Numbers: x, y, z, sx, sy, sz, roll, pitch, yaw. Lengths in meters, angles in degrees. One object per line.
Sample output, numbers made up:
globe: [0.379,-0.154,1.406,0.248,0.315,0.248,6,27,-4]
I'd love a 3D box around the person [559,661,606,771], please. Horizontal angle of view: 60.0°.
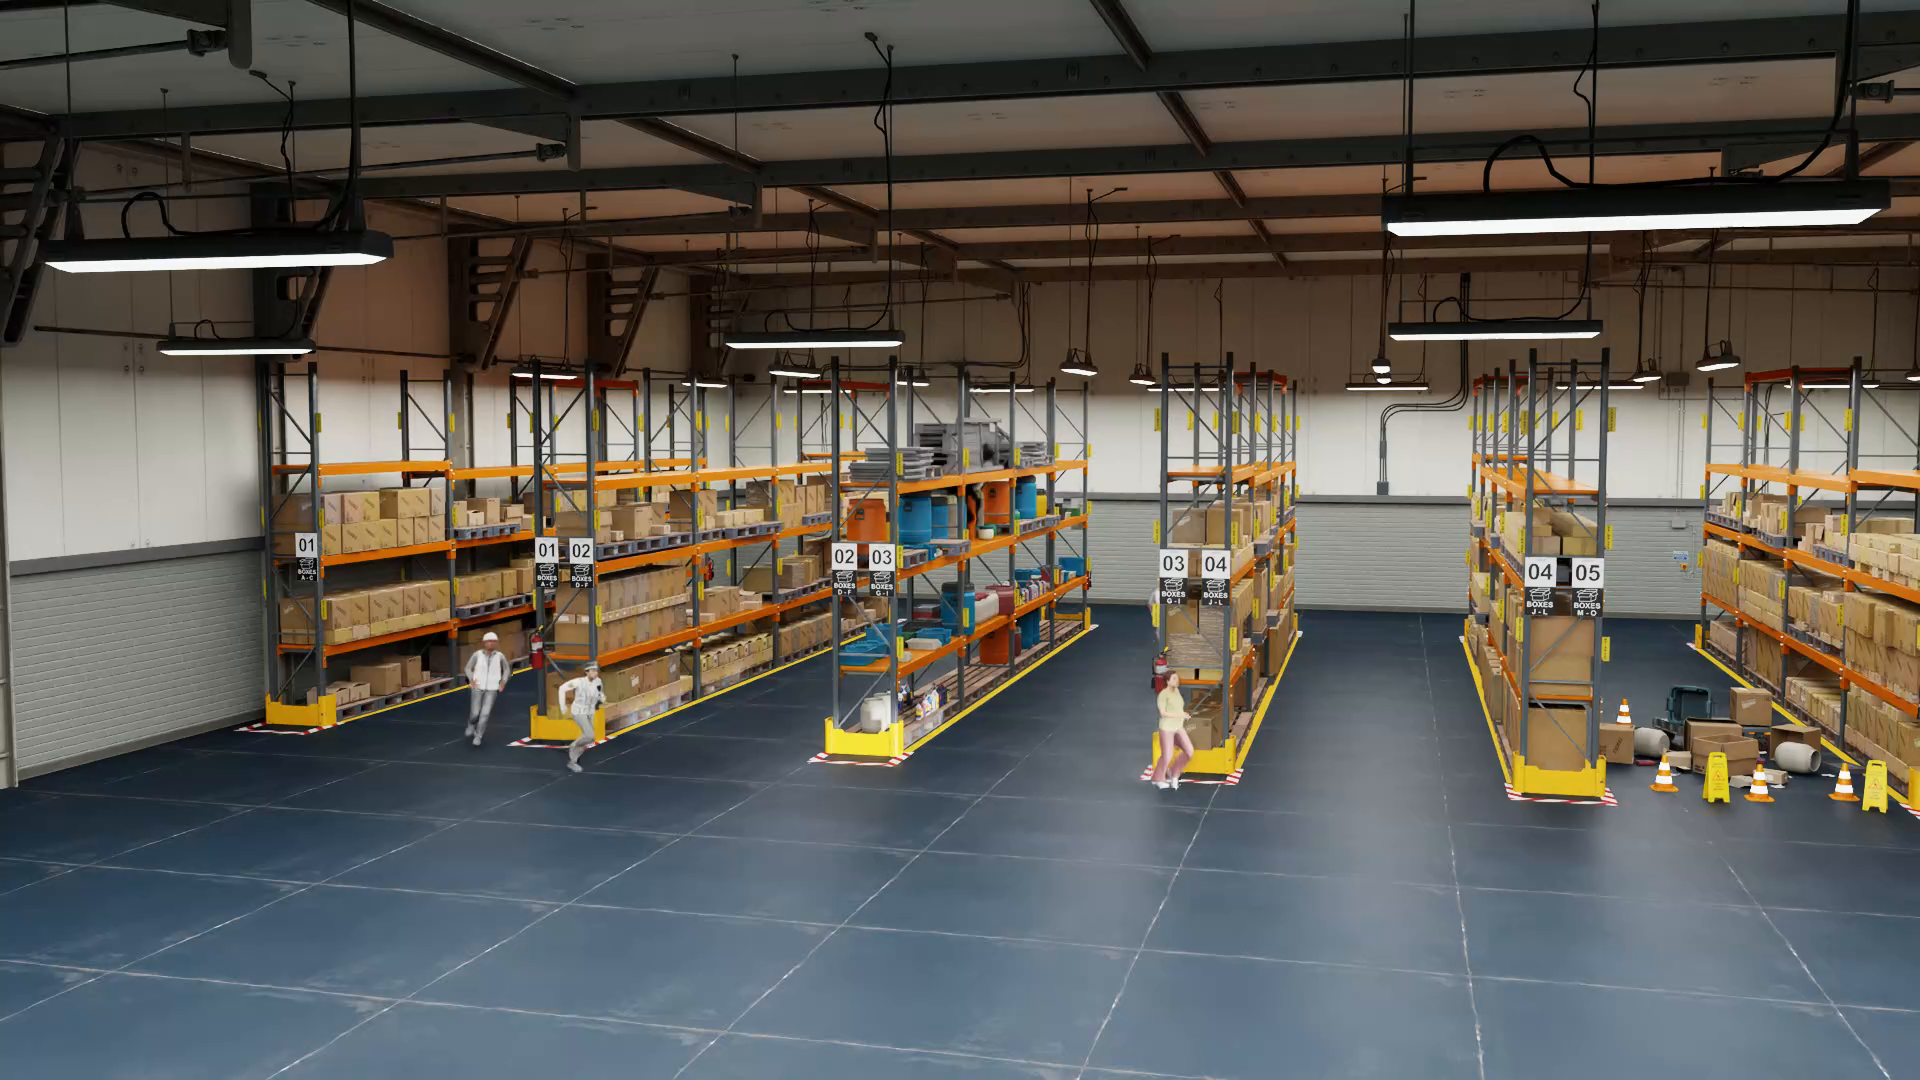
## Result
person: [-5.386,2.523,23.806,0.724,1.613,0.533,3,5,34]

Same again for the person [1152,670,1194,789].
person: [2.892,2.584,22.596,0.558,1.654,0.673,-3,5,-39]

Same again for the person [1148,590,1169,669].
person: [3.927,1.612,31.931,0.674,1.820,0.641,1,4,14]

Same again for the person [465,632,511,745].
person: [-7.409,2.311,26.102,0.709,1.735,0.637,-2,4,-21]
